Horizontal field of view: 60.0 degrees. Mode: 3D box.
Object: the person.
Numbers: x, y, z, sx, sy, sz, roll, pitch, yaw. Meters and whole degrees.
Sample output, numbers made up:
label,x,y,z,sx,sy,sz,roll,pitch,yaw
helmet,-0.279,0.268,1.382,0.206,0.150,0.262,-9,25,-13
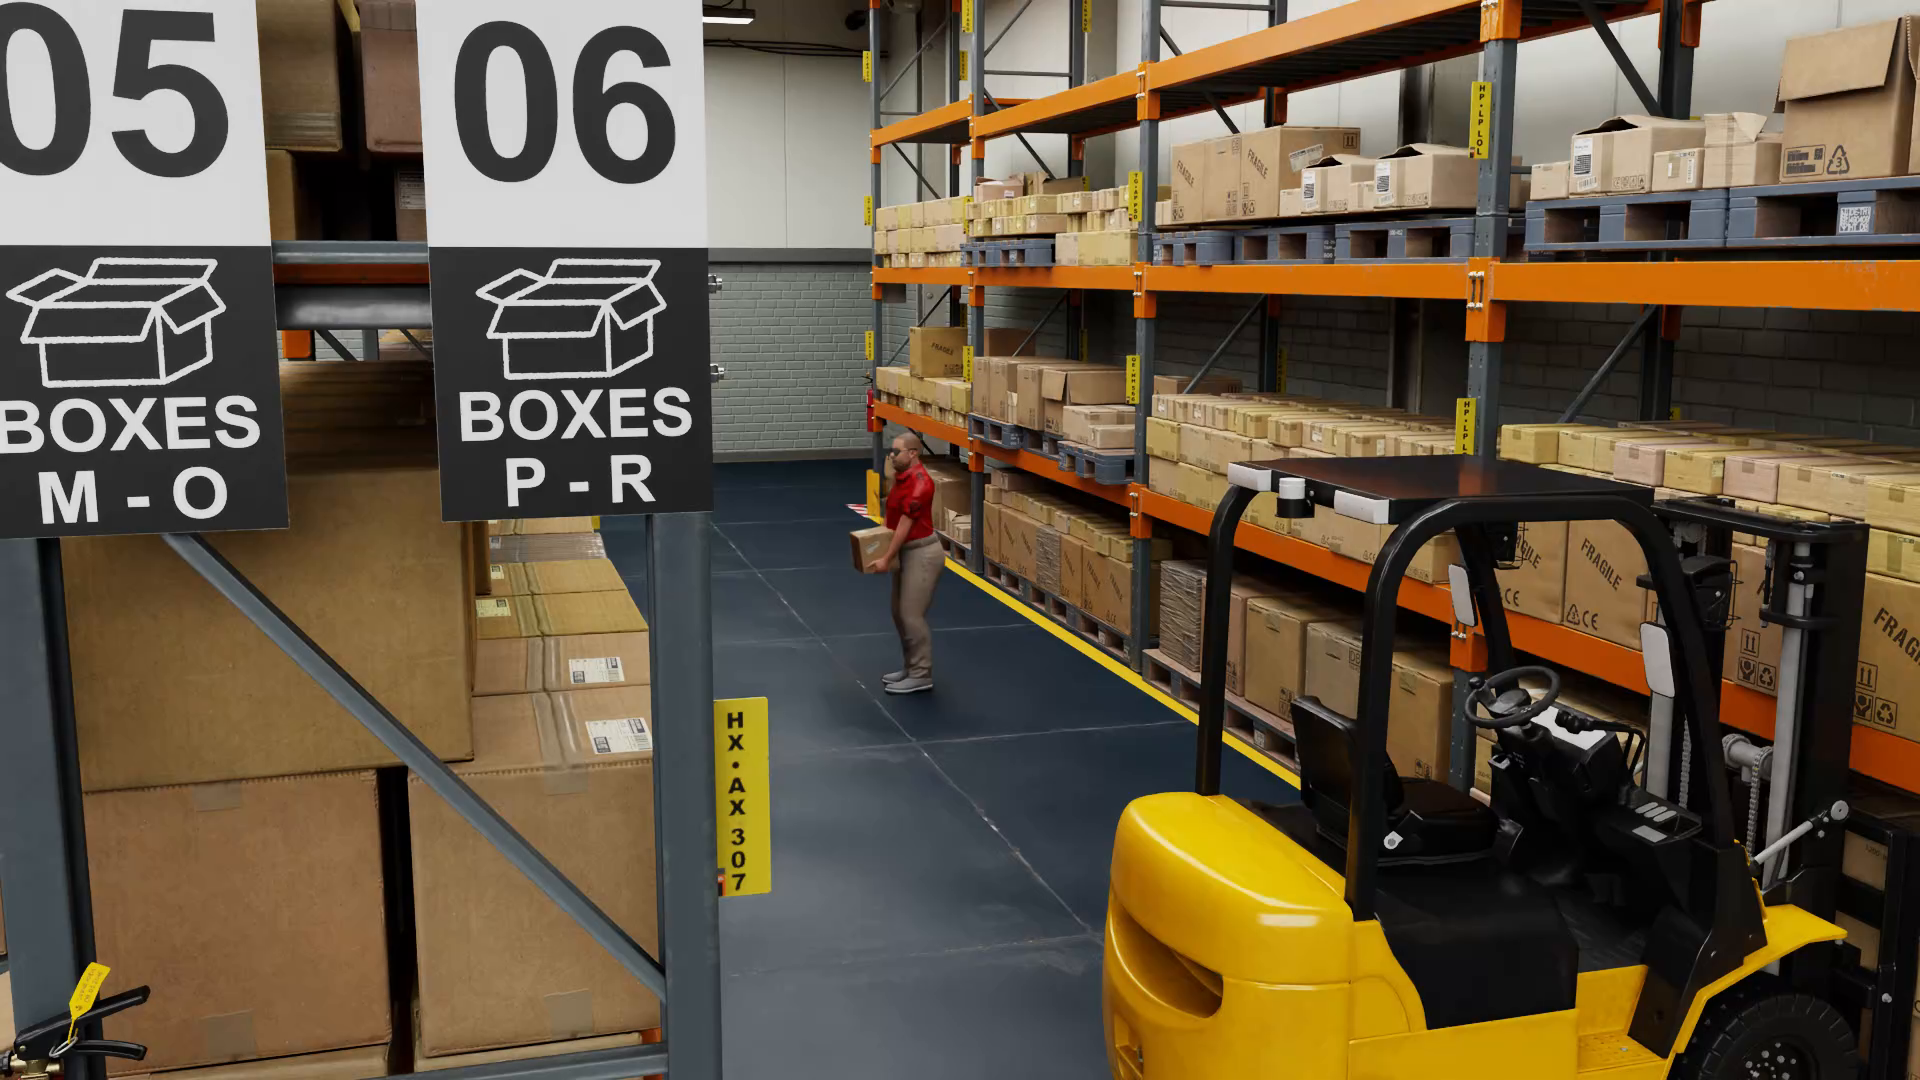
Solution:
label,x,y,z,sx,sy,sz,roll,pitch,yaw
person,-0.381,0.148,11.046,0.557,1.724,0.488,-3,10,-17
